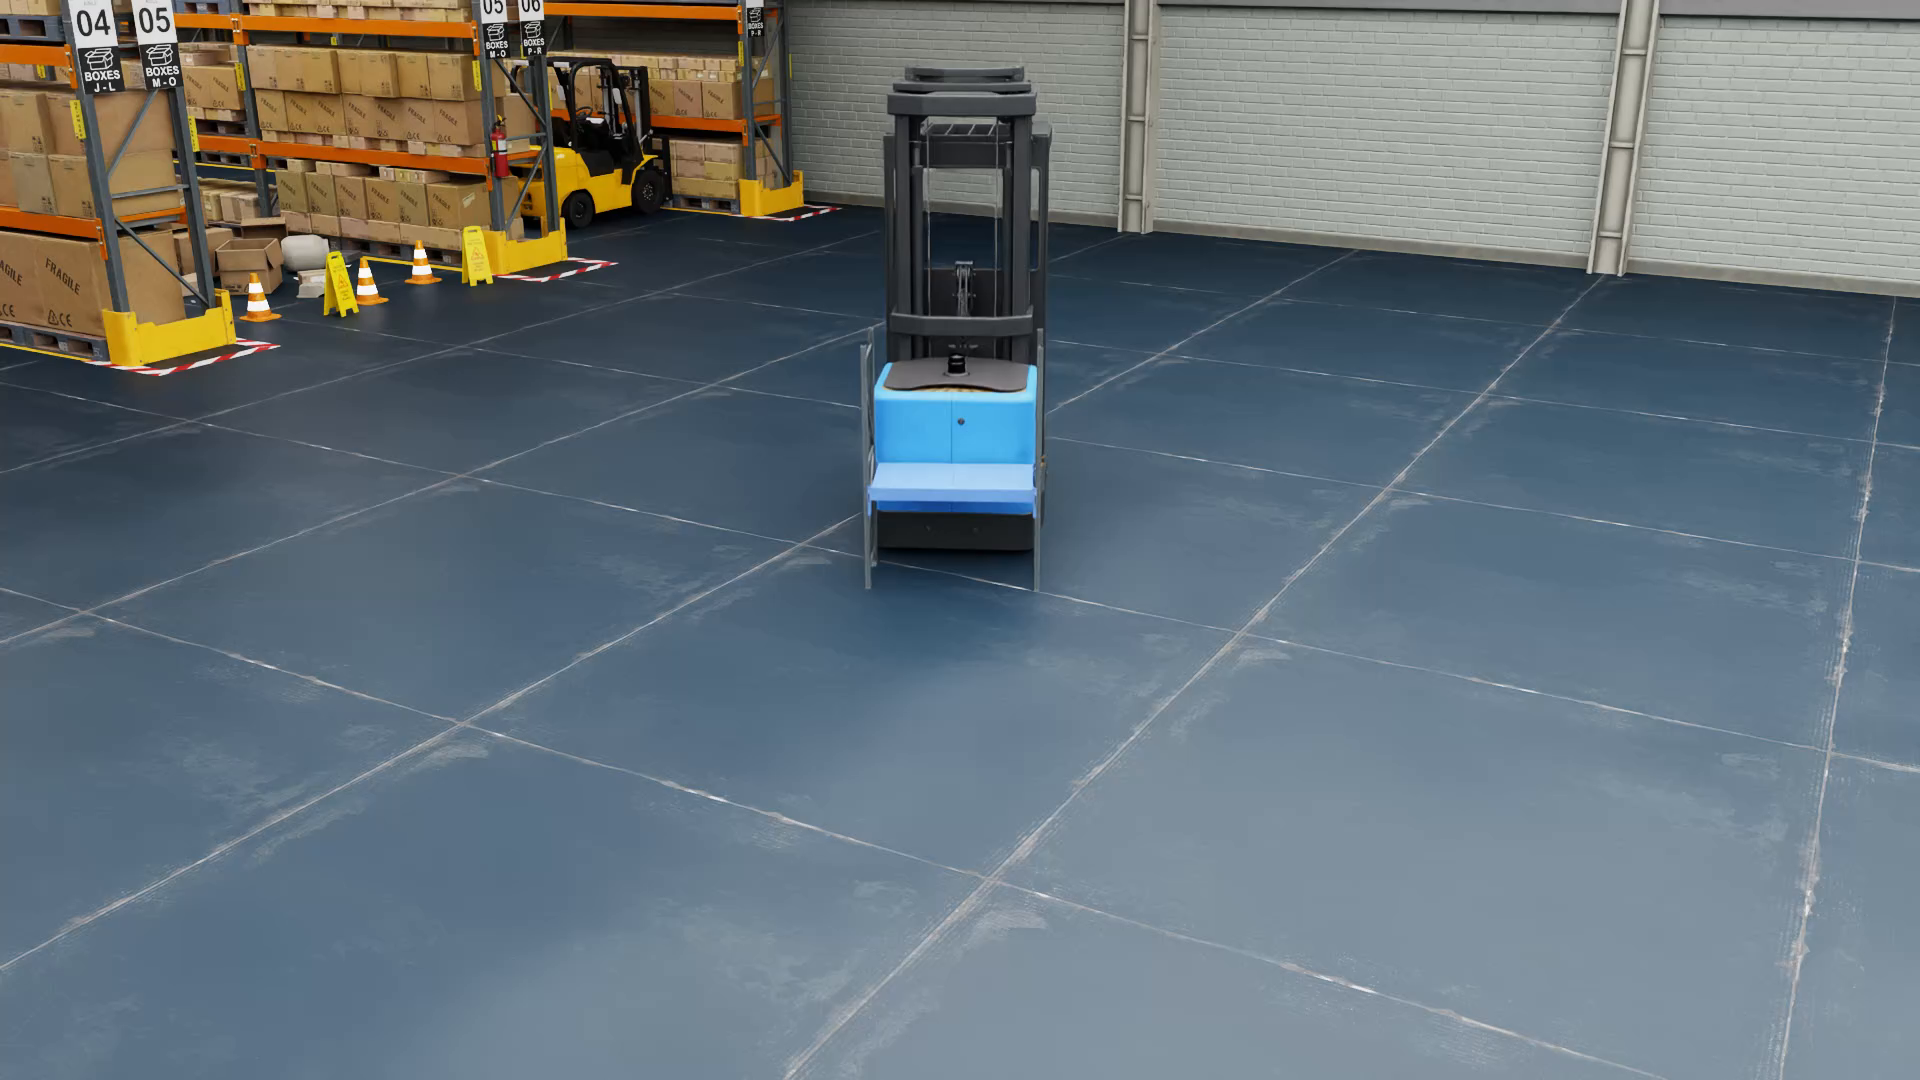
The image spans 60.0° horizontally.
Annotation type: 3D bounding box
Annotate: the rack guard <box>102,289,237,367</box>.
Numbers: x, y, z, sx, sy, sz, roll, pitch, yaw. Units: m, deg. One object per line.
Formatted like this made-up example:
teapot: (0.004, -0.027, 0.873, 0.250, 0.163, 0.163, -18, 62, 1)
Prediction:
rack guard: (-7.441, -2.015, 15.686, 0.348, 0.500, 1.175, 11, 23, 27)

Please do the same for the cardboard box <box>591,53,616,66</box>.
cardboard box: (-5.163, -7.013, 24.266, 0.250, 0.149, 0.380, 10, 22, 26)

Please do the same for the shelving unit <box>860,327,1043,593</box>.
shelving unit: (-0.038, -0.481, 9.991, 1.048, 1.500, 0.538, 1, 20, 2)

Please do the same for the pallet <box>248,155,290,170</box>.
pallet: (-11.397, -6.520, 28.531, 1.213, 0.211, 1.003, 11, 23, 27)

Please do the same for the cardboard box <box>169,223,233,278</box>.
cardboard box: (-8.725, -3.266, 18.931, 0.503, 0.637, 0.797, 11, 23, 27)

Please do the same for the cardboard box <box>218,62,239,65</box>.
cardboard box: (-9.335, -5.980, 21.753, 0.500, 0.500, 0.500, 11, 23, 27)

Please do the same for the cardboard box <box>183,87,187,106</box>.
cardboard box: (-10.025, -5.912, 21.565, 0.500, 0.500, 0.500, 12, 23, 29)

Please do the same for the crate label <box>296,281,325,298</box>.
crate label: (-7.102, -2.751, 18.248, 0.298, 0.136, 0.250, 0, 20, -1)

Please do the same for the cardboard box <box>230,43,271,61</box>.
cardboard box: (-11.744, -8.039, 27.865, 0.500, 0.500, 0.700, 11, 23, 27)

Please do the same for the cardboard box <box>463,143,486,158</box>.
cardboard box: (-5.567, -4.564, 19.418, 0.250, 0.149, 0.380, 12, 23, 29)

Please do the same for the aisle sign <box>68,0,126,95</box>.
aisle sign: (-7.546, -4.315, 14.548, 0.004, 0.787, 0.394, 11, 23, 27)

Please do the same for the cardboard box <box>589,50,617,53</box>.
cardboard box: (-5.348, -7.262, 24.952, 0.250, 0.149, 0.380, 11, 22, 27)

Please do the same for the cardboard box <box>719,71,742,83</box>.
cardboard box: (-3.158, -6.489, 23.256, 0.250, 0.149, 0.380, 11, 23, 28)

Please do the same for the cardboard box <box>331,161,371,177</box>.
cardboard box: (-7.479, -4.566, 20.418, 0.250, 0.149, 0.380, 12, 23, 30)

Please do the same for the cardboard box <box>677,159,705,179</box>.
cardboard box: (-3.729, -5.377, 23.972, 0.500, 0.250, 0.500, 11, 22, 27)

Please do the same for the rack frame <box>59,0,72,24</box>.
rack frame: (-7.462, -6.014, 14.247, 0.127, 3.000, 1.000, 11, 23, 27)

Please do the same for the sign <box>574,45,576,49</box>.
sign: (-5.942, -7.437, 25.583, 0.005, 0.325, 0.100, 11, 23, 27)

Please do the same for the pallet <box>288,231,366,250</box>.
pallet: (-8.025, -3.937, 21.410, 1.213, 0.211, 1.003, 11, 23, 27)

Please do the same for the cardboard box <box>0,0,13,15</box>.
cardboard box: (-8.362, -4.769, 14.821, 0.250, 0.149, 0.380, 11, 23, 28)

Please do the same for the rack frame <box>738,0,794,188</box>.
rack frame: (-2.719, -6.162, 23.455, 0.127, 3.000, 1.000, 11, 23, 27)

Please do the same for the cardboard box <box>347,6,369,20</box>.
cardboard box: (-6.947, -6.194, 19.512, 0.250, 0.149, 0.380, 10, 22, 27)

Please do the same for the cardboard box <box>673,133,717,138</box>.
cardboard box: (-3.915, -5.842, 24.521, 0.500, 0.250, 0.500, 11, 22, 27)

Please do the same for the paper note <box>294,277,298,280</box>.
paper note: (-7.601, -3.033, 19.200, 0.148, 0.019, 0.142, -16, 26, -38)

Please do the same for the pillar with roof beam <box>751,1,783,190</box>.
pillar with roof beam: (-4.987, -8.085, 19.957, 0.400, 9.000, 9.100, 11, 23, 27)

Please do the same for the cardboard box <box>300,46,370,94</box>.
cardboard box: (-7.490, -5.685, 20.090, 0.500, 0.500, 0.700, 10, 22, 26)

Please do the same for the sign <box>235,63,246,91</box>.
sign: (-8.896, -5.728, 20.558, 0.005, 0.325, 0.100, 11, 23, 27)

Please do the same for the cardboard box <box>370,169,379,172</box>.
cardboard box: (-7.090, -4.420, 20.967, 0.500, 0.500, 0.500, 12, 23, 30)

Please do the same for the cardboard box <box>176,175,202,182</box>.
cardboard box: (-10.984, -4.759, 22.824, 0.625, 0.372, 0.950, 10, 22, 26)

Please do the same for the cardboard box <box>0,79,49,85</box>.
cardboard box: (-9.241, -4.092, 15.943, 0.500, 0.550, 0.875, 11, 23, 27)

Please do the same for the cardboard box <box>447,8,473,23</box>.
cardboard box: (-5.584, -5.952, 18.845, 0.250, 0.149, 0.380, 11, 23, 28)

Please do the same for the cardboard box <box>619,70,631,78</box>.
cardboard box: (-4.721, -6.785, 24.073, 0.250, 0.149, 0.380, 10, 22, 26)

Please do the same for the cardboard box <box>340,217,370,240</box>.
cardboard box: (-7.309, -3.903, 20.642, 0.500, 0.250, 0.500, 10, 22, 27)

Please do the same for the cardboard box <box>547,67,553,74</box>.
cardboard box: (-6.061, -7.048, 24.799, 0.250, 0.149, 0.380, 10, 22, 26)

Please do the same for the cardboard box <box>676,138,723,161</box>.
cardboard box: (-3.722, -5.604, 23.866, 0.500, 0.250, 0.500, 11, 23, 28)

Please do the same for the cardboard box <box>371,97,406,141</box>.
cardboard box: (-6.614, -5.048, 19.800, 0.500, 0.500, 0.500, 11, 23, 27)

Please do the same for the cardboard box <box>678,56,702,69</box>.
cardboard box: (-3.787, -6.782, 23.628, 0.250, 0.149, 0.380, 11, 23, 28)

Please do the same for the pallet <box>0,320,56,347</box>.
pallet: (-9.259, -2.196, 16.609, 1.213, 0.211, 1.003, 11, 23, 27)

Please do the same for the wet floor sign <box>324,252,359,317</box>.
wet floor sign: (-6.471, -2.671, 17.284, 0.232, 0.644, 0.267, 7, 21, 18)

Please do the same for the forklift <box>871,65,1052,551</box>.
forklift: (0.061, -1.769, 11.442, 1.130, 2.935, 3.031, 1, 20, 4)

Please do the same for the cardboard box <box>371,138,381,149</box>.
cardboard box: (-6.892, -4.824, 20.135, 0.250, 0.149, 0.380, 11, 23, 27)

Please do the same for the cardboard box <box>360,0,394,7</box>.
cardboard box: (-6.608, -6.337, 19.321, 0.500, 0.250, 0.500, 12, 23, 29)

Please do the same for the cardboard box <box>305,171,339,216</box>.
cardboard box: (-7.772, -4.343, 20.755, 0.500, 0.500, 0.500, 12, 23, 29)

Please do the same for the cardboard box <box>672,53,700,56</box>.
cardboard box: (-3.989, -7.022, 24.290, 0.250, 0.149, 0.380, 10, 22, 26)

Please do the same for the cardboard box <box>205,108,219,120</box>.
cardboard box: (-9.434, -5.481, 21.329, 0.250, 0.149, 0.380, 10, 22, 26)

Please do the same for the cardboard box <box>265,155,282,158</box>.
cardboard box: (-11.529, -6.775, 28.193, 0.500, 0.500, 0.500, 10, 22, 25)

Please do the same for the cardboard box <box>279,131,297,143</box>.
cardboard box: (-8.264, -5.057, 20.775, 0.250, 0.149, 0.380, 12, 23, 29)

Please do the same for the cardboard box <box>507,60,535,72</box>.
cardboard box: (-6.617, -7.170, 25.135, 0.250, 0.149, 0.380, 12, 23, 29)

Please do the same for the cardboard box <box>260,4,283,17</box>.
cardboard box: (-8.276, -6.455, 20.232, 0.250, 0.149, 0.380, 11, 23, 27)

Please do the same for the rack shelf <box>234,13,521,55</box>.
rack shelf: (-6.882, -6.089, 19.907, 4.000, 0.370, 1.077, 11, 23, 27)

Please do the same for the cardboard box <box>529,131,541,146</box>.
cardboard box: (-6.672, -5.992, 25.852, 0.625, 0.625, 0.875, 12, 23, 30)

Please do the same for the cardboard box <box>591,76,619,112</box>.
cardboard box: (-5.045, -6.557, 24.397, 0.500, 0.500, 0.500, 11, 22, 27)
